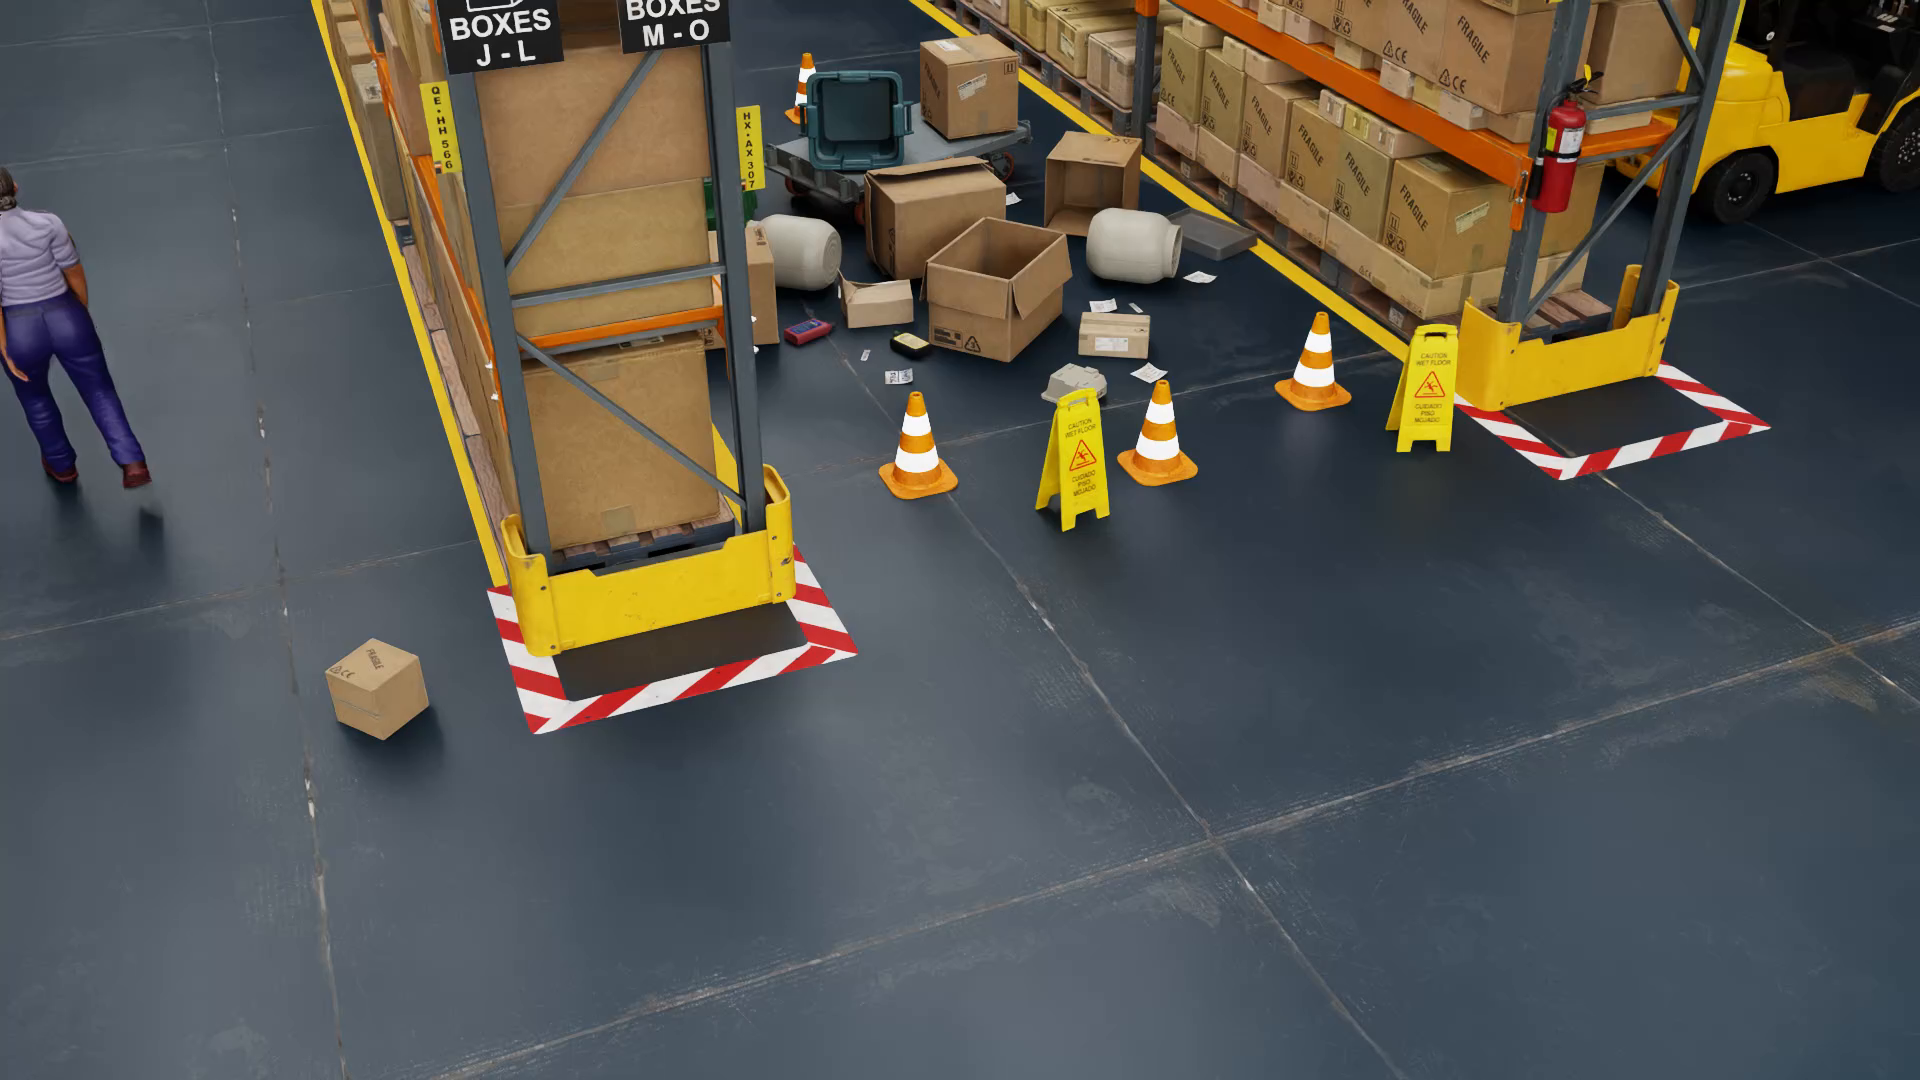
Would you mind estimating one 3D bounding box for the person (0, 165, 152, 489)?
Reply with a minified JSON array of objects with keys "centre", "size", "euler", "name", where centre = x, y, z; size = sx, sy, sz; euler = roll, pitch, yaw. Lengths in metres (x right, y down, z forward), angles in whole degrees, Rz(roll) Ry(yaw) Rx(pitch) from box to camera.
[{"centre":[-4.135,-0.931,7.534],"size":[0.474,1.617,0.853],"euler":[-25,41,-32],"name":"person"}]
